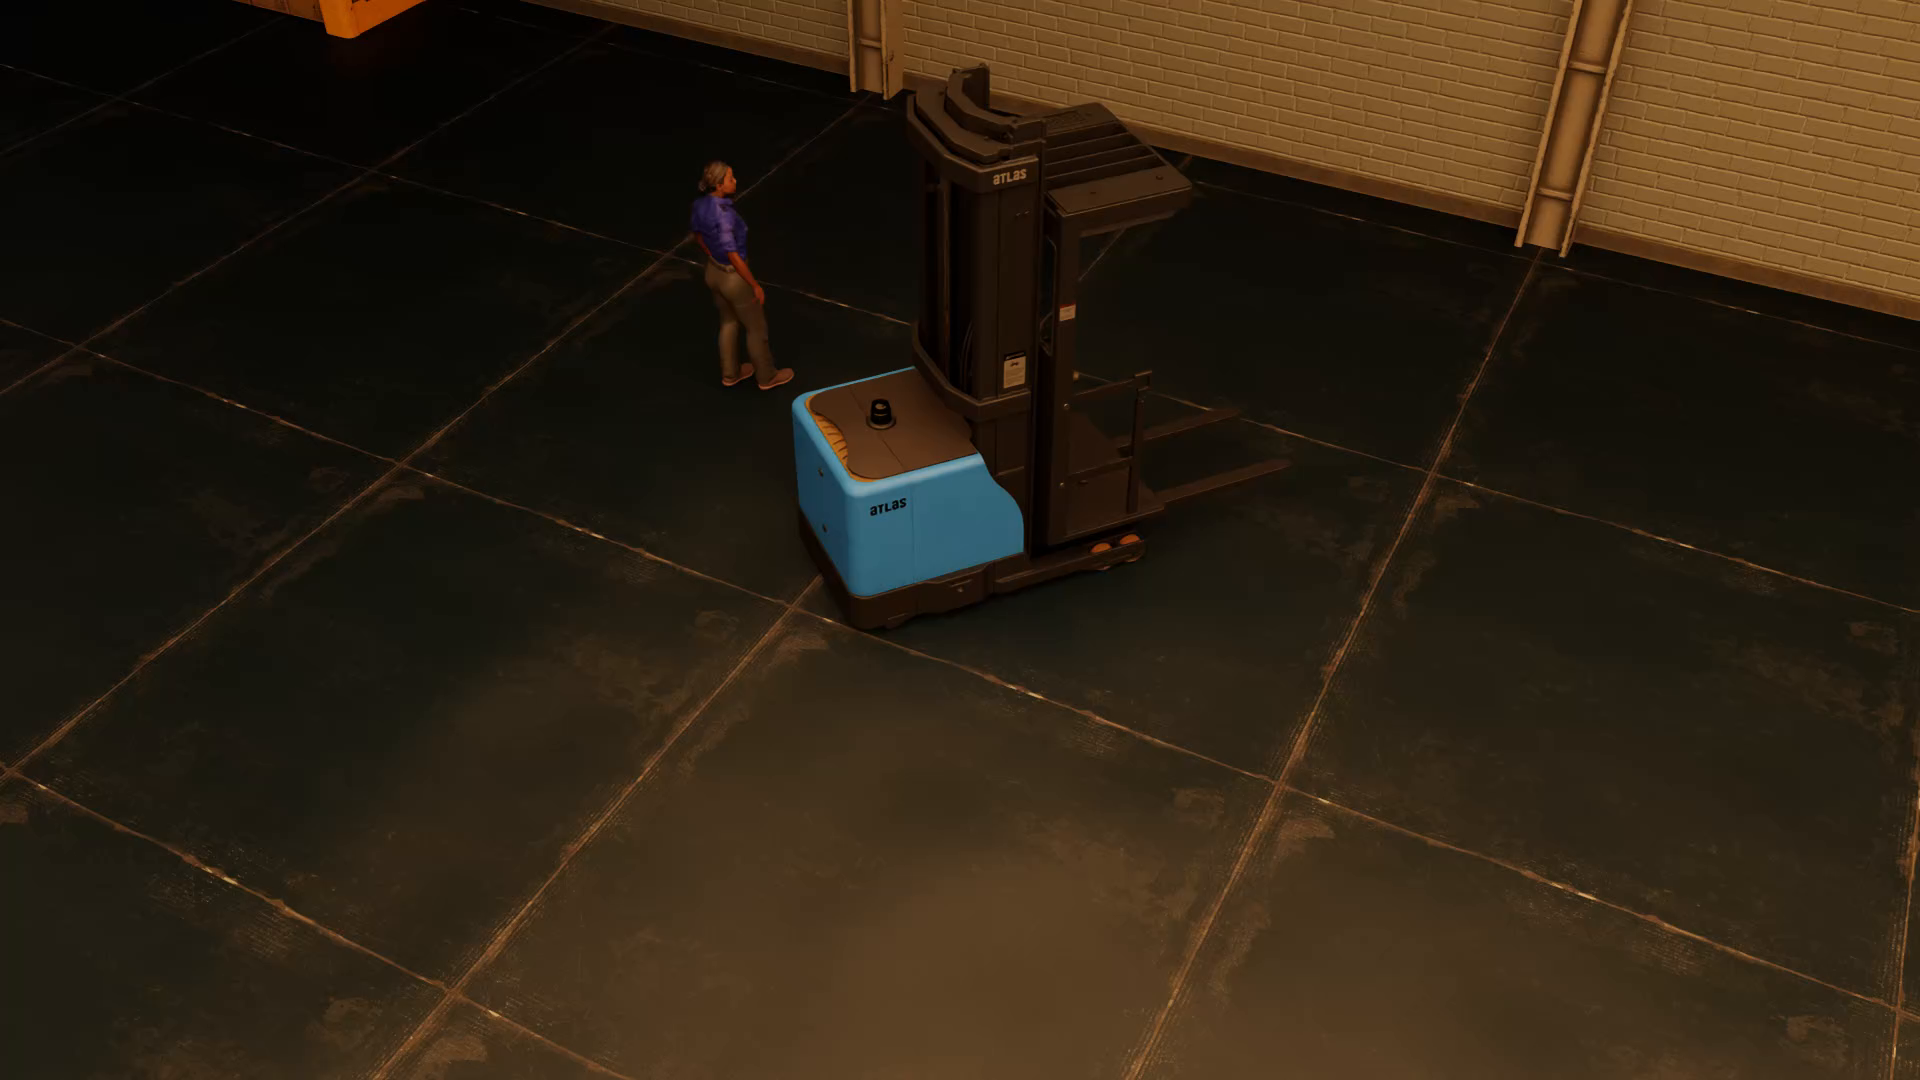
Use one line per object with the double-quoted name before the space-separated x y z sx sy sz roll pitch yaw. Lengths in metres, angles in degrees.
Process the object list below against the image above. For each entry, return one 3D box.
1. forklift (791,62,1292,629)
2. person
"forklift" 0.577 -1.234 9.452 3.031 2.935 1.130 -16 43 -18
"person" -1.455 -1.770 11.079 0.477 1.657 0.611 -30 49 -31
